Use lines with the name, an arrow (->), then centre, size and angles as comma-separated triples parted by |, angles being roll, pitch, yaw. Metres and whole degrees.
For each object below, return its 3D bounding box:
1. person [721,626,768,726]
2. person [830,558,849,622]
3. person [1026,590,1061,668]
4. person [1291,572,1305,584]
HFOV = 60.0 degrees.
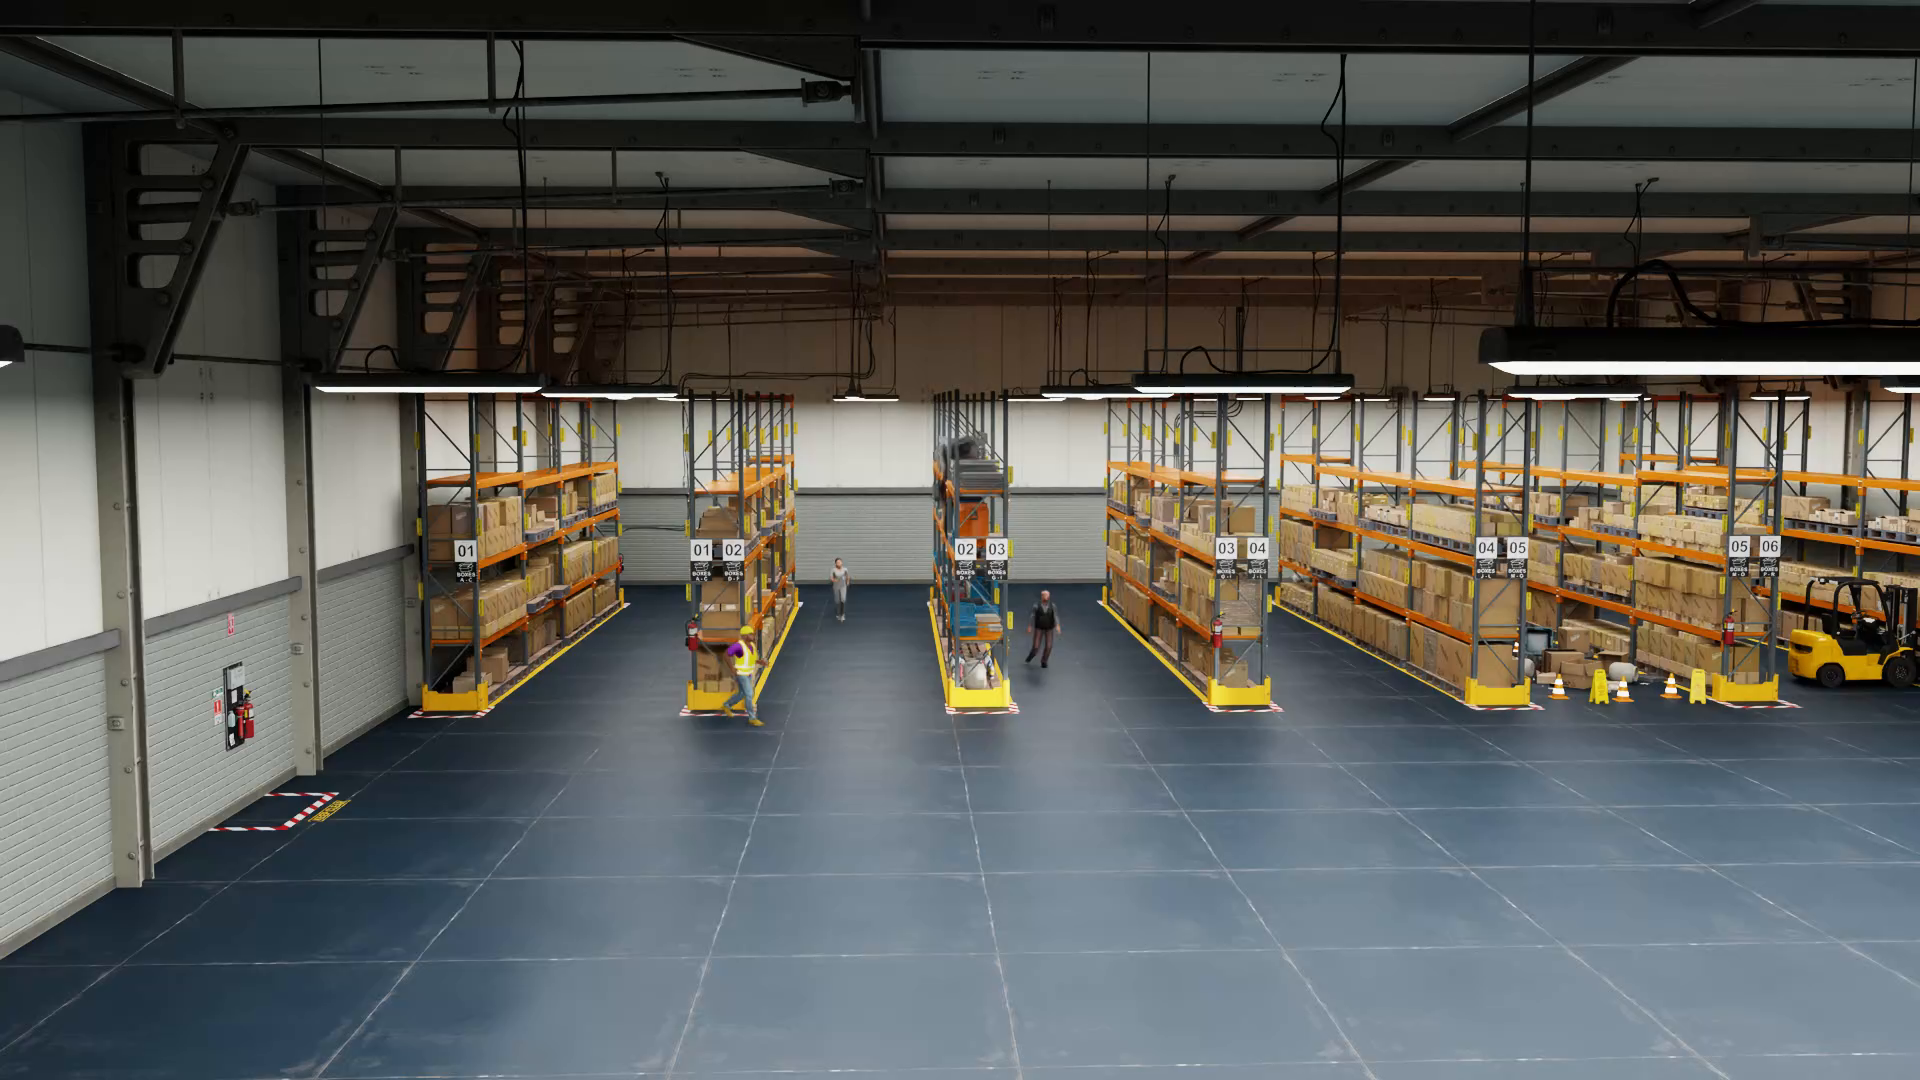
person -> -3.911, 2.412, 29.807 | 0.974, 1.762, 0.668 | 2, 5, 24
person -> -3.174, 1.311, 43.921 | 0.524, 1.691, 0.794 | 0, 5, -6
person -> 1.802, 1.927, 36.182 | 0.692, 1.686, 0.664 | -1, 5, -9
person -> 10.016, 0.912, 48.712 | 0.718, 1.718, 0.725 | 0, 5, 2
